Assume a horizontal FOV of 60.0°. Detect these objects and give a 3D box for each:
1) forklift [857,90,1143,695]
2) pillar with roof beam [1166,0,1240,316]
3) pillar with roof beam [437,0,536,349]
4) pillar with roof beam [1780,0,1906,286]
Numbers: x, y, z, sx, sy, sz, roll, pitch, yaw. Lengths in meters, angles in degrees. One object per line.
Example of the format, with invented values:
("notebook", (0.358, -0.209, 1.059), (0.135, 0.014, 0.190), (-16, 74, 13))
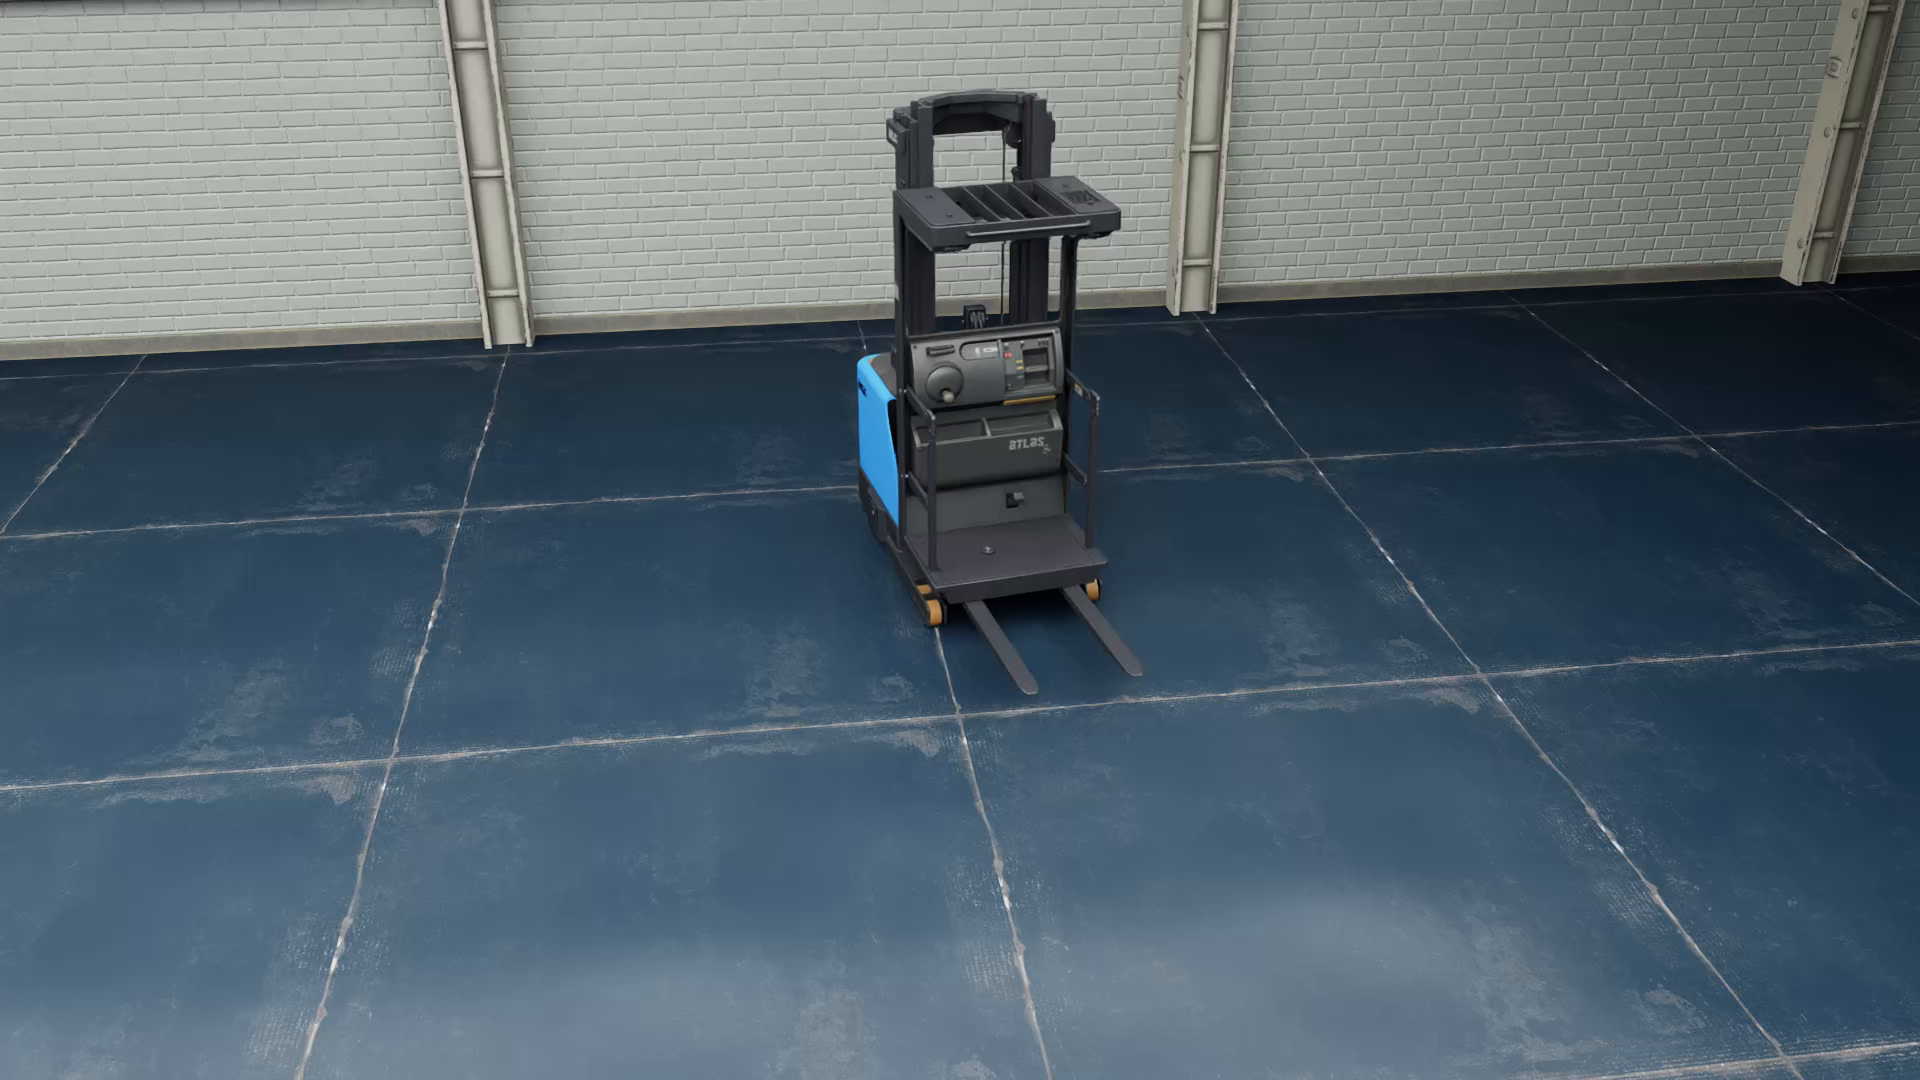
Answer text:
("forklift", (0.230, -0.988, 9.668), (1.130, 2.935, 3.031), (-8, 28, -15))
("pillar with roof beam", (2.682, -4.146, 9.176), (0.400, 9.000, 9.100), (-4, 27, -7))
("pillar with roof beam", (-3.259, -3.764, 8.432), (0.400, 9.000, 9.100), (-4, 27, -7))
("pillar with roof beam", (8.624, -4.528, 9.919), (0.400, 9.000, 9.100), (-4, 27, -7))
